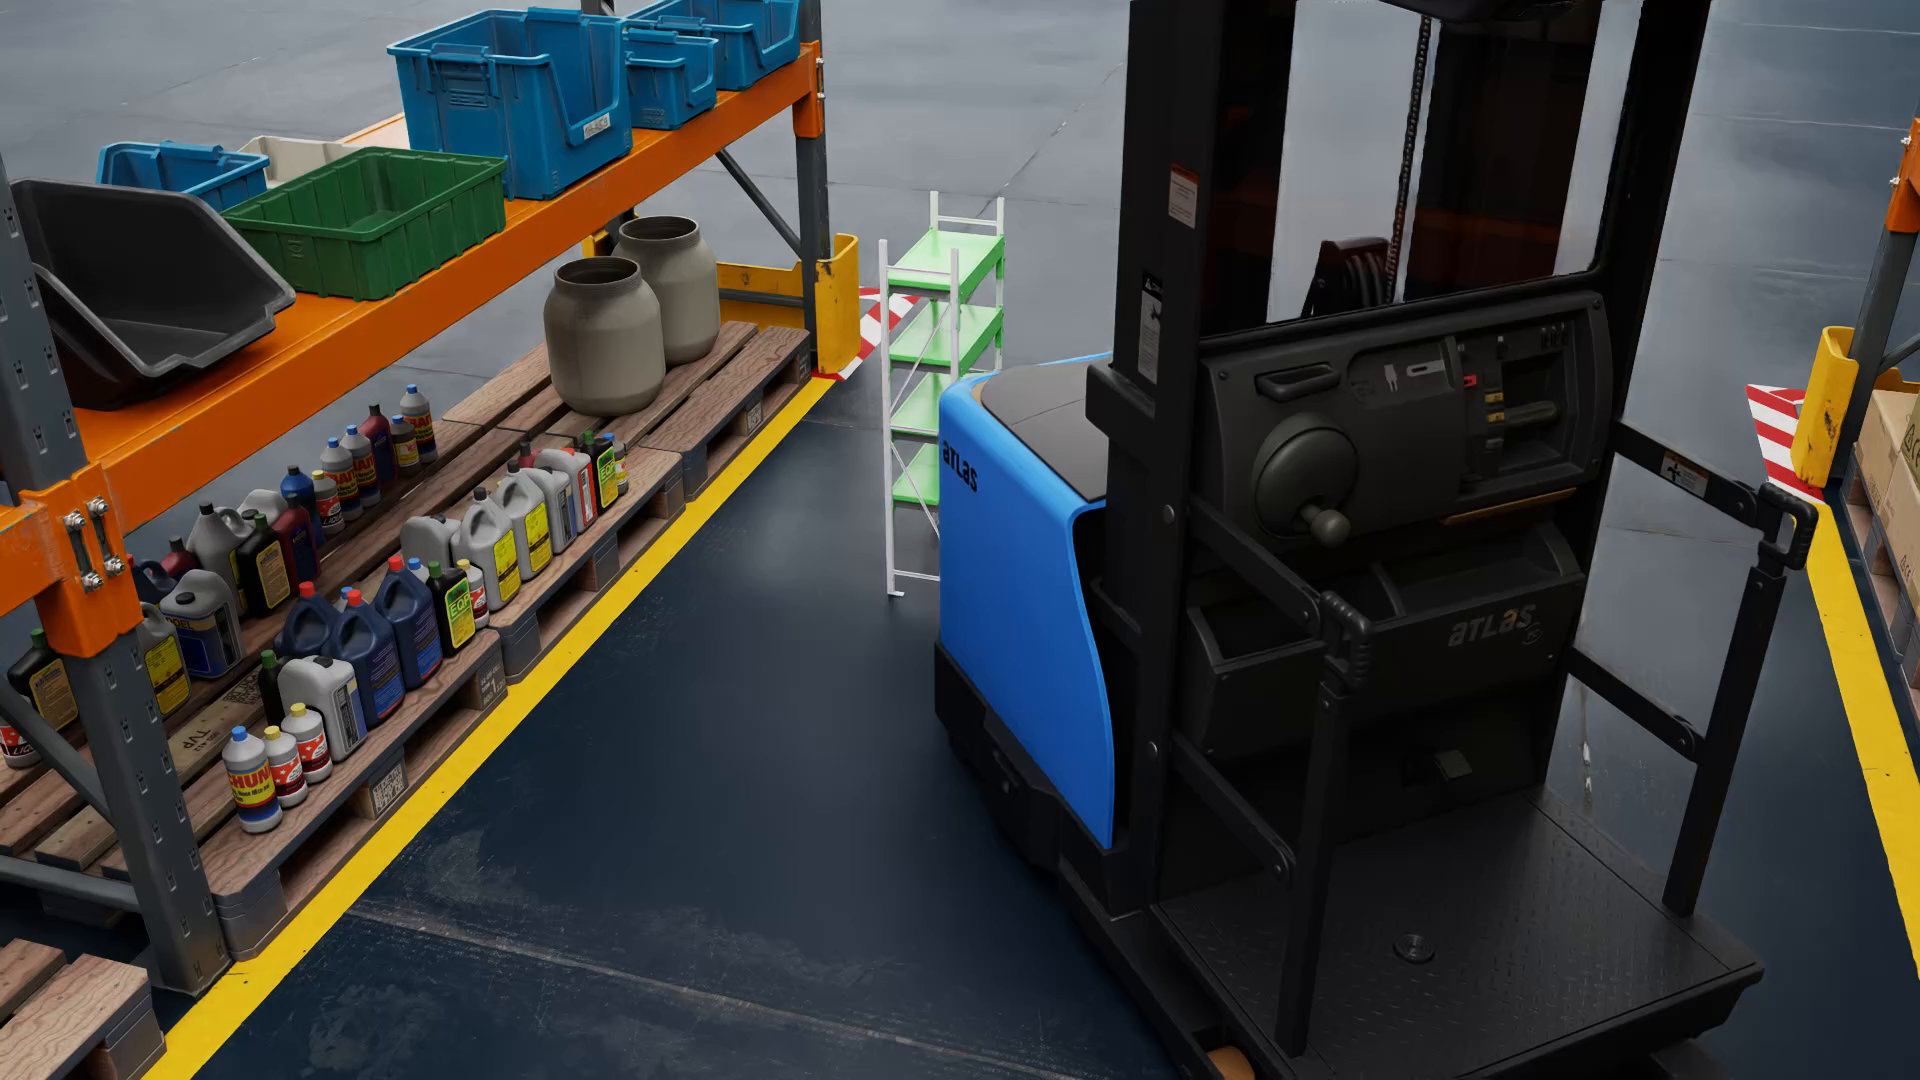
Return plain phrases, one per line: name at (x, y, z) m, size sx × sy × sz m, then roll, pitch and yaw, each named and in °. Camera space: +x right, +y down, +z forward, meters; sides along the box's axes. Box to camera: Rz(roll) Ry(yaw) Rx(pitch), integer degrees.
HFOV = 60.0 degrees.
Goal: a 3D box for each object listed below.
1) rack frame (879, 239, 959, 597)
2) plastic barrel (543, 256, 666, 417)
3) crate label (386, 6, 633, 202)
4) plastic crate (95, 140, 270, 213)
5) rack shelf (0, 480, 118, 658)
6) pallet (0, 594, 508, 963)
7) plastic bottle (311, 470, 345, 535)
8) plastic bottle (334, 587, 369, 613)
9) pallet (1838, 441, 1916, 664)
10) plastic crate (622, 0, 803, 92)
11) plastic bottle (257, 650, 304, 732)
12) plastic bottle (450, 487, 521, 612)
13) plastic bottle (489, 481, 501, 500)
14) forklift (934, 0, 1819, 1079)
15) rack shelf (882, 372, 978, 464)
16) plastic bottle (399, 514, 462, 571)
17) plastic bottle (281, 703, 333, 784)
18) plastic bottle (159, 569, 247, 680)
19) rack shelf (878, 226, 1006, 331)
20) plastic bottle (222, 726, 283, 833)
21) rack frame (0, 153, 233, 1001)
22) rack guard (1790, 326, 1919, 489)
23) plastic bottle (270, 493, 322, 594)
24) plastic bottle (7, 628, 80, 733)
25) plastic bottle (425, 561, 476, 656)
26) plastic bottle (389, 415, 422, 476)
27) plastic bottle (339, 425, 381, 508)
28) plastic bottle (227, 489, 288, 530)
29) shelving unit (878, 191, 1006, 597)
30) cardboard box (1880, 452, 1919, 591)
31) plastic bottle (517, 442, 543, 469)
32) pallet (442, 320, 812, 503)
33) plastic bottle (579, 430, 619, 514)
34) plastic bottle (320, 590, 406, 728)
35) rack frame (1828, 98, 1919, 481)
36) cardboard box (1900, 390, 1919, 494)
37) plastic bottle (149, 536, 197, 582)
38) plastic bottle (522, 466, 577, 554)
rack frame at (-0.120, -0.334, 5.116) m, size 0.240 × 1.200 × 0.015 m, roll 8°, pitch 30°, yaw 15°
plastic barrel at (-1.313, -0.753, 6.145) m, size 0.421 × 0.512 × 0.421 m, roll 0°, pitch 29°, yaw 0°
crate label at (-1.327, -1.328, 5.015) m, size 0.502 × 0.435 × 0.616 m, roll 8°, pitch 30°, yaw 15°
plastic crate at (-2.154, -0.835, 4.319) m, size 0.499 × 0.251 × 0.616 m, roll 8°, pitch 30°, yaw 15°
rack shelf at (-2.807, 0.896, 1.793) m, size 1.077 × 0.370 × 4.000 m, roll 8°, pitch 30°, yaw 15°
pallet at (-1.983, 0.565, 4.517) m, size 1.003 × 0.211 × 1.213 m, roll 8°, pitch 30°, yaw 15°
plastic bottle at (-2.035, -0.126, 5.316) m, size 0.097 × 0.201 × 0.097 m, roll 0°, pitch 29°, yaw 0°
plastic bottle at (-1.659, 0.252, 4.565) m, size 0.097 × 0.271 × 0.097 m, roll 0°, pitch 29°, yaw 0°
pallet at (3.504, 0.082, 5.385) m, size 1.003 × 0.211 × 1.213 m, roll 8°, pitch 30°, yaw 15°
plastic crate at (-0.907, -1.866, 6.172) m, size 0.499 × 0.251 × 0.616 m, roll 8°, pitch 30°, yaw 15°
plastic bottle at (-1.740, 0.393, 4.300) m, size 0.061 × 0.283 × 0.133 m, roll 8°, pitch 30°, yaw 15°
plastic bottle at (-1.406, 0.017, 4.907) m, size 0.144 × 0.351 × 0.185 m, roll 8°, pitch 30°, yaw 14°
plastic bottle at (-1.431, -0.091, 5.254) m, size 0.097 × 0.201 × 0.097 m, roll 0°, pitch 29°, yaw 0°
forklift at (0.985, -0.194, 3.083) m, size 1.130 × 2.935 × 3.031 m, roll -12°, pitch 31°, yaw -21°
rack shelf at (-0.049, -0.392, 5.351) m, size 0.258 × 0.148 × 0.480 m, roll 8°, pitch 30°, yaw 15°
plastic bottle at (-1.555, 0.040, 4.942) m, size 0.152 × 0.276 × 0.135 m, roll 8°, pitch 30°, yaw 15°
plastic bottle at (-1.647, 0.503, 4.186) m, size 0.097 × 0.201 × 0.097 m, roll 0°, pitch 29°, yaw 0°
plastic bottle at (-2.101, 0.230, 4.599) m, size 0.152 × 0.276 × 0.135 m, roll 8°, pitch 30°, yaw 15°
rack shelf at (-0.049, -0.811, 5.118) m, size 0.258 × 0.148 × 0.480 m, roll 8°, pitch 30°, yaw 15°
plastic bottle at (-1.707, 0.567, 3.999) m, size 0.097 × 0.271 × 0.097 m, roll 0°, pitch 29°, yaw 0°
rack frame at (-2.220, -0.347, 3.289) m, size 1.000 × 3.000 × 0.127 m, roll 8°, pitch 30°, yaw 15°
rack guard at (3.695, -0.417, 5.985) m, size 1.175 × 0.500 × 0.348 m, roll 8°, pitch 30°, yaw 15°
plastic bottle at (-2.002, 0.008, 4.992) m, size 0.061 × 0.283 × 0.133 m, roll 8°, pitch 30°, yaw 15°
plastic bottle at (-2.394, 0.377, 4.329) m, size 0.061 × 0.283 × 0.133 m, roll 10°, pitch 31°, yaw 17°
plastic bottle at (-1.442, 0.173, 4.695) m, size 0.061 × 0.283 × 0.133 m, roll 10°, pitch 31°, yaw 17°
plastic bottle at (-1.906, -0.329, 5.683) m, size 0.097 × 0.201 × 0.097 m, roll 0°, pitch 29°, yaw 0°
plastic bottle at (-1.976, -0.249, 5.466) m, size 0.097 × 0.271 × 0.097 m, roll 0°, pitch 29°, yaw 0°
plastic bottle at (-2.104, -0.004, 5.021) m, size 0.152 × 0.276 × 0.135 m, roll 9°, pitch 30°, yaw 16°
shelving unit at (-0.049, -0.447, 5.320) m, size 0.258 × 1.200 × 0.503 m, roll 8°, pitch 30°, yaw 15°
cardboard box at (3.175, -0.029, 5.114) m, size 0.500 × 0.250 × 0.500 m, roll 8°, pitch 30°, yaw 15°
plastic bottle at (-1.368, -0.197, 5.360) m, size 0.061 × 0.283 × 0.133 m, roll 8°, pitch 30°, yaw 15°
pallet at (-1.267, -0.569, 6.556) m, size 1.003 × 0.211 × 1.213 m, roll 8°, pitch 30°, yaw 15°
plastic bottle at (-1.183, -0.239, 5.435) m, size 0.061 × 0.283 × 0.133 m, roll 9°, pitch 30°, yaw 16°
plastic bottle at (-1.586, 0.302, 4.394) m, size 0.144 × 0.351 × 0.185 m, roll 9°, pitch 30°, yaw 16°
rack frame at (3.688, -1.498, 5.357) m, size 1.000 × 3.000 × 0.127 m, roll 8°, pitch 30°, yaw 15°
cardboard box at (3.173, -0.357, 4.932) m, size 0.500 × 0.500 × 0.500 m, roll 8°, pitch 30°, yaw 15°
plastic bottle at (-2.242, 0.136, 4.761) m, size 0.061 × 0.283 × 0.133 m, roll 11°, pitch 31°, yaw 18°
plastic bottle at (-1.307, -0.115, 5.220) m, size 0.152 × 0.276 × 0.135 m, roll 8°, pitch 30°, yaw 13°
